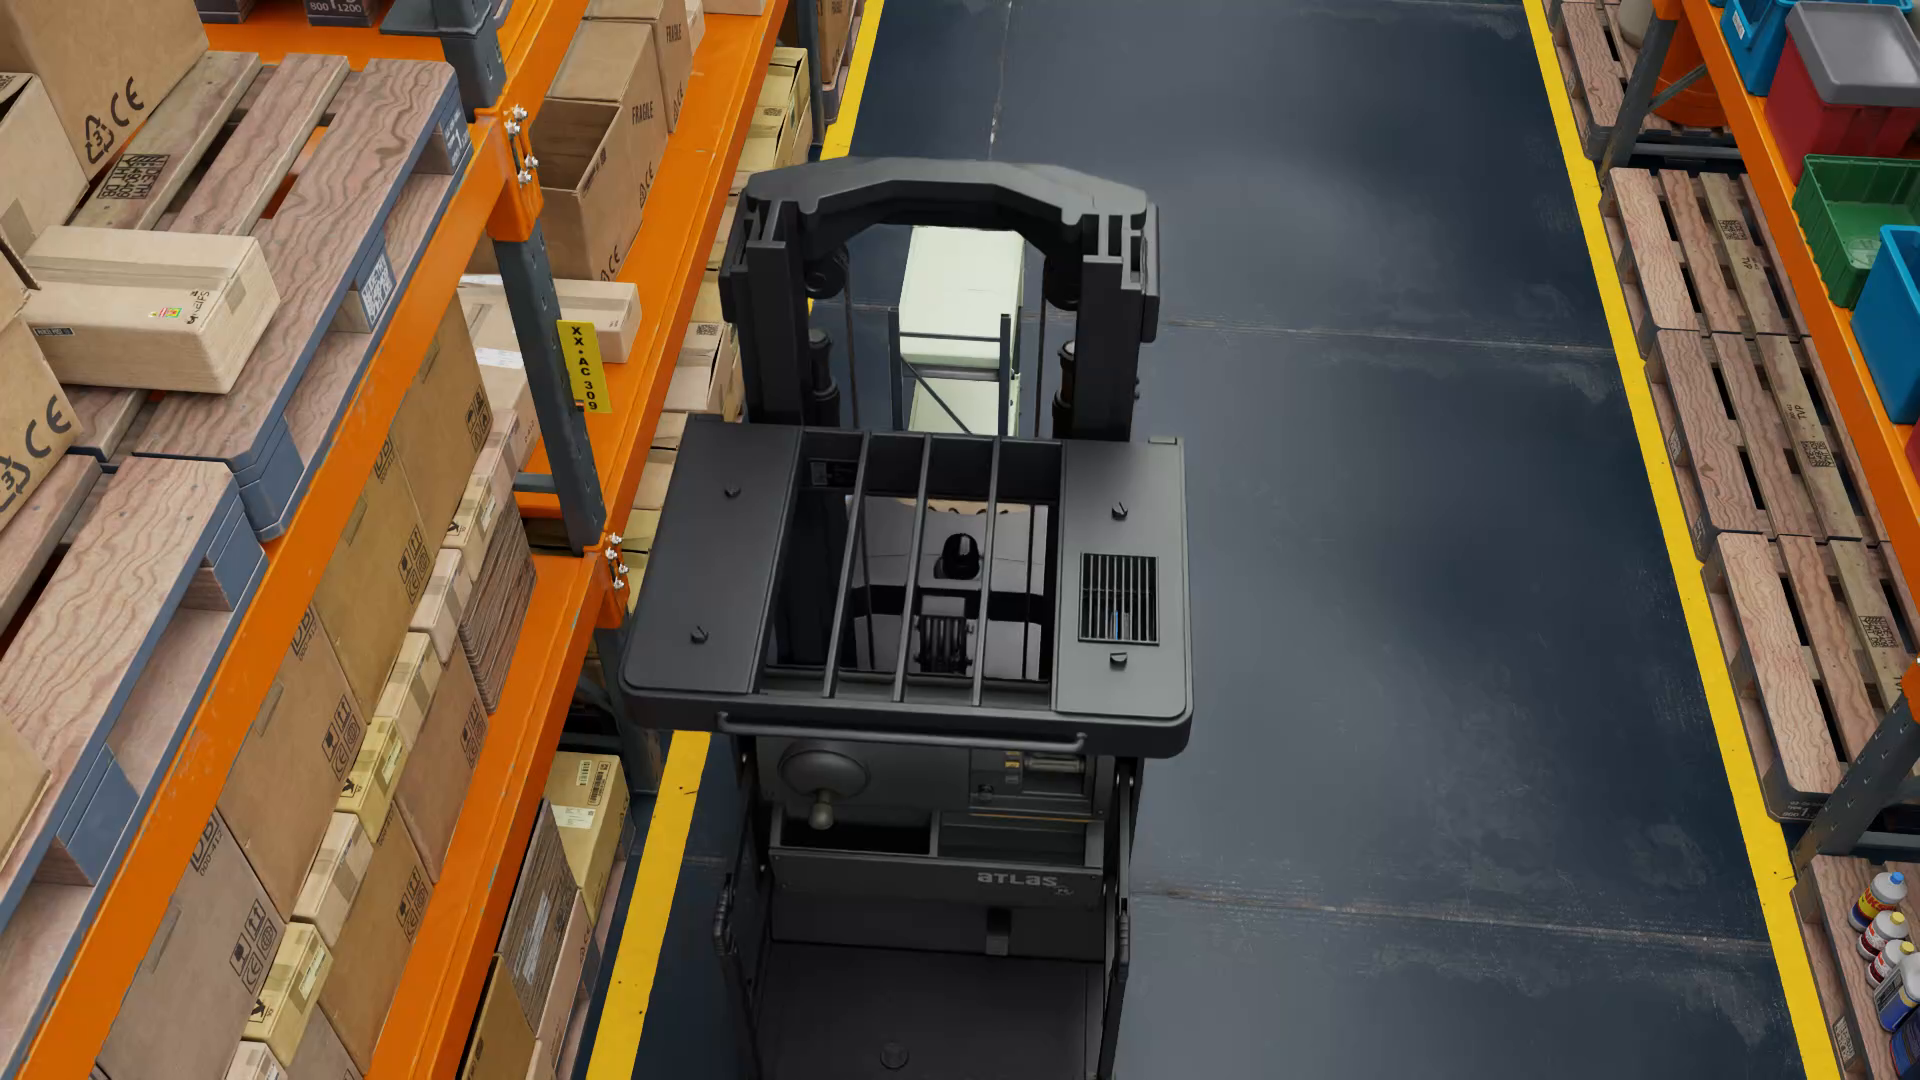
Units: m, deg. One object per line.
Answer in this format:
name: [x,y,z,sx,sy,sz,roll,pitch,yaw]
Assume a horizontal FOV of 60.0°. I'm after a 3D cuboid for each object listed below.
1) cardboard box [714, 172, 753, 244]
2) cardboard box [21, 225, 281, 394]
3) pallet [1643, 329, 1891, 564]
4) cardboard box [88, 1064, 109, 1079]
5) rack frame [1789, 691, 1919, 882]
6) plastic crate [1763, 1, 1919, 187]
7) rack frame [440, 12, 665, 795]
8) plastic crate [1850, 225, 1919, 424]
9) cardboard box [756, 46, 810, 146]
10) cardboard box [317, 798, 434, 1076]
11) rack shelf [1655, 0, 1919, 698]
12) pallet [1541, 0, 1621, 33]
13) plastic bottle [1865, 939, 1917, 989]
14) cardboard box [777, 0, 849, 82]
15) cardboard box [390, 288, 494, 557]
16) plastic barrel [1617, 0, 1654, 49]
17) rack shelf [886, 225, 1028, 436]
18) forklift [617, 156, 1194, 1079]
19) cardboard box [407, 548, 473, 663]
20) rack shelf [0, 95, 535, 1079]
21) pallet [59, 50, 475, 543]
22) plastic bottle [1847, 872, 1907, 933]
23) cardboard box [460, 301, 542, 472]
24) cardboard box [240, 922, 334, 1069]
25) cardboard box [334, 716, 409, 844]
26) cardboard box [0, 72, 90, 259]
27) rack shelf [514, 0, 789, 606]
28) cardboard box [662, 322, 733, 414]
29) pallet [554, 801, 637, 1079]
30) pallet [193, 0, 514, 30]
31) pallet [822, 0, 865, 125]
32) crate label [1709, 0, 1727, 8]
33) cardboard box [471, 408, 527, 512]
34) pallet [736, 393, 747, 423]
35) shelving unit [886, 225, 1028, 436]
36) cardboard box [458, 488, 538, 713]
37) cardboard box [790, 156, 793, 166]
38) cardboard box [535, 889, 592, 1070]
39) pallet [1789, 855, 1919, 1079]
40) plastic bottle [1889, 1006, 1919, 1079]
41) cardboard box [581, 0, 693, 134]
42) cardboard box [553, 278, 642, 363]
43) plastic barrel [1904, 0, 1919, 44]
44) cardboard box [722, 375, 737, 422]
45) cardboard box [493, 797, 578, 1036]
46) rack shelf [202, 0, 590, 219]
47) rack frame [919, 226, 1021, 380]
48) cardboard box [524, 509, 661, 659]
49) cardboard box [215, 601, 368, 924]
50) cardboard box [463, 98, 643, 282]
cardboard box: [-1.096,-1.371,7.170,0.500,0.311,0.500,4,48,3]
cardboard box: [-1.406,-0.395,2.837,0.380,0.149,0.250,4,48,4]
pallet: [3.505,-0.385,6.959,1.003,0.211,1.213,4,48,4]
cardboard box: [-1.785,1.146,2.722,0.700,0.500,0.500,4,48,4]
rack frame: [3.364,0.152,4.578,1.000,3.000,0.127,4,48,4]
plastic crate: [3.277,-1.642,6.175,0.402,0.464,0.583,4,48,4]
rack frame: [-1.568,-0.184,4.885,1.000,3.000,0.127,4,48,4]
plastic crate: [3.155,-0.674,5.344,0.392,0.384,0.575,4,48,4]
cardboard box: [-1.006,-2.124,7.859,0.500,0.311,0.500,5,48,5]
cardboard box: [-1.694,0.866,3.858,0.700,0.500,0.500,5,48,4]
rack shelf: [3.546,-1.075,6.188,1.077,0.370,4.000,4,48,4]
pallet: [3.873,-3.322,9.645,1.003,0.211,1.213,4,48,4]
plastic bottle: [2.880,1.302,5.124,0.097,0.201,0.097,0,48,0]
cardboard box: [-0.878,-2.743,8.622,0.500,0.500,0.500,6,48,5]
cardboard box: [-1.603,-0.329,4.071,0.700,0.500,0.500,4,48,4]
plastic barrel: [3.719,-2.871,8.744,0.421,0.512,0.421,0,48,0]
rack shelf: [-0.001,-0.765,5.904,0.431,0.370,0.720,4,48,4]
forklift: [-0.077,0.669,4.152,1.130,2.935,3.031,3,48,3]
cardboard box: [-1.426,0.152,4.071,0.380,0.149,0.250,3,48,2]
rack shelf: [-1.751,0.517,2.699,1.077,0.370,4.000,4,48,4]
pallet: [-1.620,-0.537,3.236,1.003,0.211,1.213,4,48,4]
plastic bottle: [2.898,1.129,5.235,0.097,0.271,0.097,0,48,0]
cardboard box: [-1.567,-0.498,5.274,0.500,0.250,0.500,7,48,6]
cardboard box: [-1.518,0.906,3.381,0.380,0.149,0.250,5,48,5]
cardboard box: [-1.474,0.526,3.729,0.380,0.149,0.250,4,48,3]
cardboard box: [-1.926,-0.606,2.919,0.500,0.311,0.500,2,48,1]
rack shelf: [-1.386,-1.410,6.495,1.077,0.370,4.000,4,48,4]
cardboard box: [-1.186,-0.621,6.484,0.500,0.311,0.500,2,48,2]
pallet: [-1.683,1.339,5.382,1.003,0.211,1.213,4,48,4]
pallet: [-1.501,-1.780,4.442,0.805,0.209,1.217,2,48,2]
pallet: [-1.098,-2.728,9.102,1.003,0.211,1.213,4,48,4]
crate label: [3.317,-2.446,7.068,0.303,0.233,0.416,4,48,4]
cardboard box: [-1.380,-0.222,4.413,0.380,0.149,0.250,4,48,3]
pallet: [-1.432,-0.685,7.234,1.003,0.211,1.213,4,48,4]
shelving unit: [-0.001,-0.501,6.192,0.431,1.500,0.755,4,48,4]
cardboard box: [-1.603,0.109,4.550,0.700,0.500,0.500,3,48,3]
cardboard box: [-1.052,-1.555,7.718,0.500,0.250,0.500,3,48,3]
cardboard box: [-1.448,1.325,5.084,0.500,0.250,0.500,4,48,4]
pallet: [3.261,1.584,5.158,1.003,0.211,1.213,4,48,4]
plastic bottle: [2.877,1.463,4.876,0.144,0.351,0.185,5,48,5]
cardboard box: [-1.341,-1.922,6.408,0.500,0.500,0.500,2,48,1]
cardboard box: [-1.284,-0.736,5.561,0.380,0.149,0.250,4,48,4]
plastic barrel: [3.847,-2.054,6.520,0.421,0.512,0.421,0,48,0]
cardboard box: [-1.193,-0.433,6.692,0.500,0.250,0.500,3,48,2]
cardboard box: [-1.450,1.072,4.808,0.500,0.500,0.500,4,48,4]
rack shelf: [-1.386,-2.423,5.388,1.077,0.370,4.000,4,48,4]
rack frame: [0.033,-0.770,6.438,0.400,1.500,0.023,4,48,4]
cardboard box: [-1.283,0.127,5.800,0.500,0.311,0.500,4,48,4]
cardboard box: [-1.694,0.411,3.395,0.700,0.500,0.500,4,48,4]
cardboard box: [-1.434,-1.168,5.717,0.500,0.500,0.500,7,48,6]
